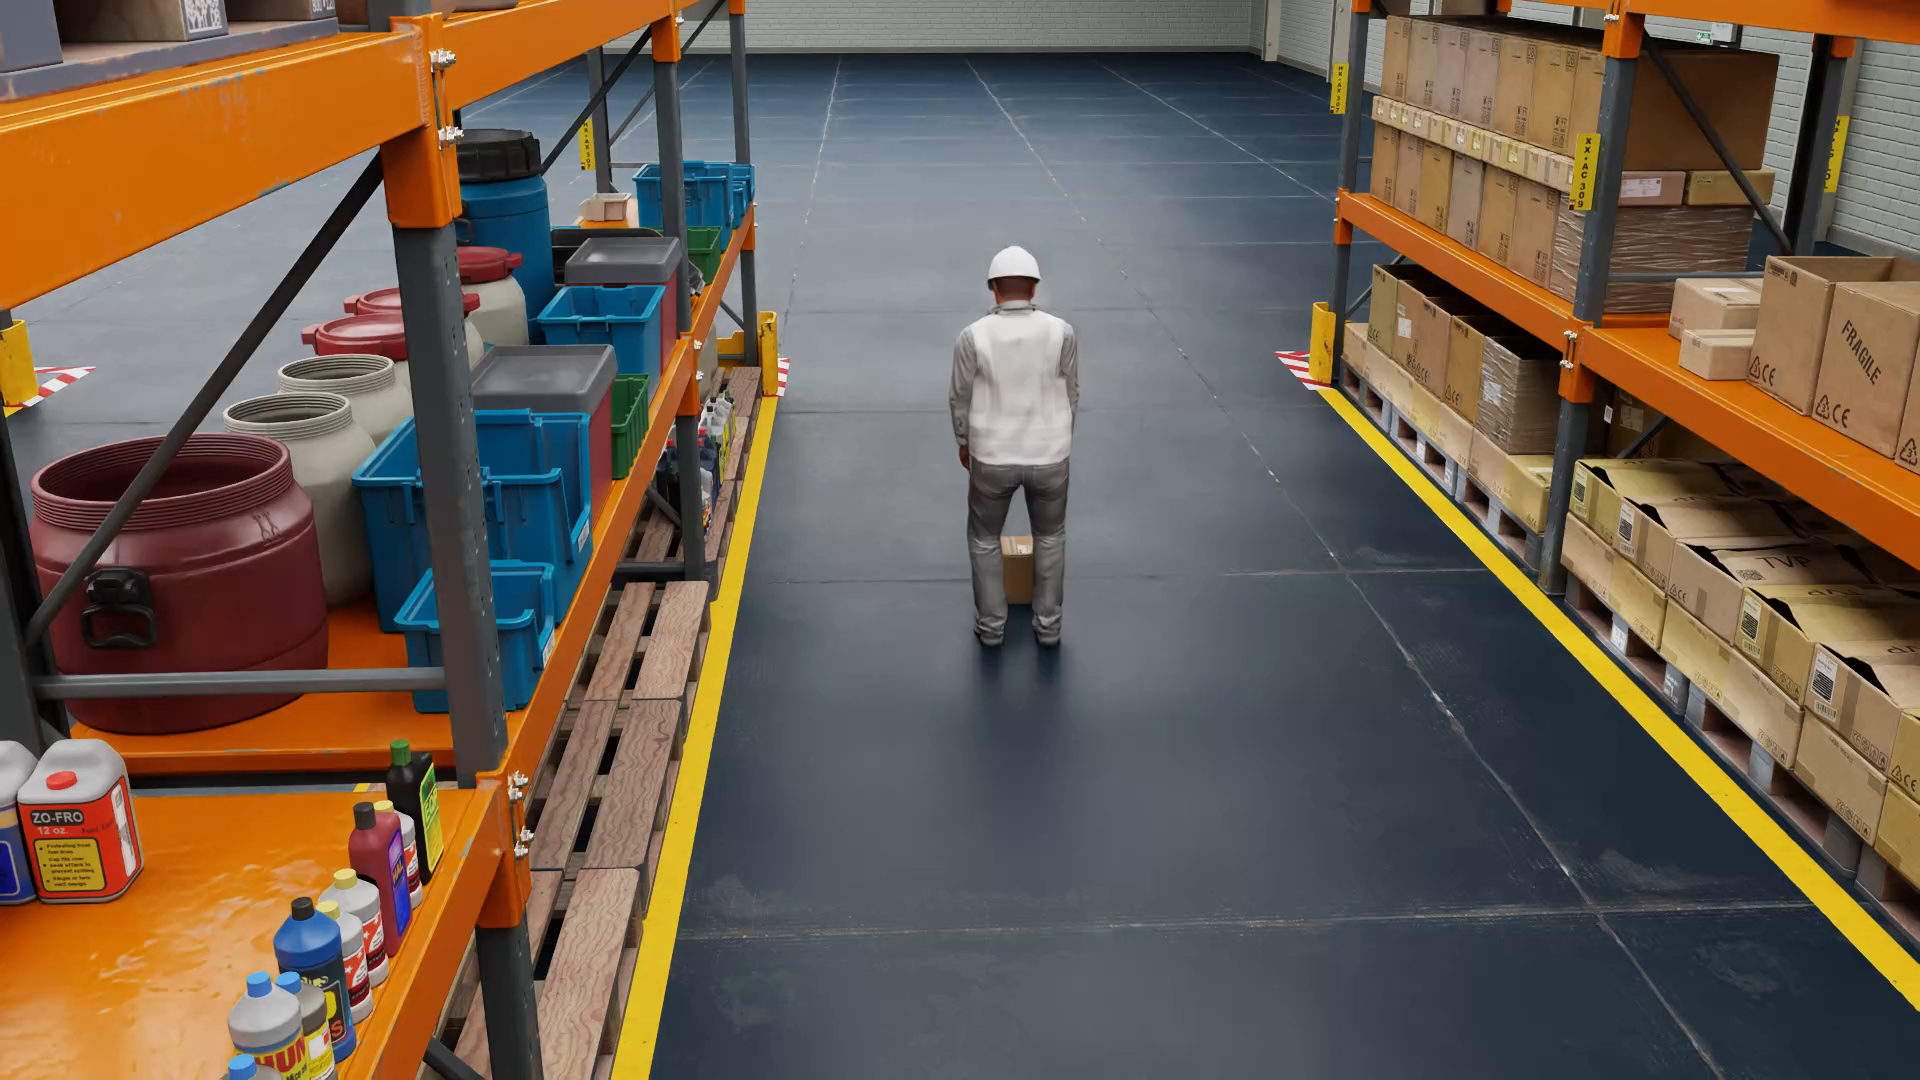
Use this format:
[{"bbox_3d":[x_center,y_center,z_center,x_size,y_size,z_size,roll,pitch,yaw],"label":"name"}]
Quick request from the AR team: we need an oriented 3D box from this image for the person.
[{"bbox_3d":[0.228,-0.379,7.158,0.560,1.719,0.476,-1,20,-2],"label":"person"}]
